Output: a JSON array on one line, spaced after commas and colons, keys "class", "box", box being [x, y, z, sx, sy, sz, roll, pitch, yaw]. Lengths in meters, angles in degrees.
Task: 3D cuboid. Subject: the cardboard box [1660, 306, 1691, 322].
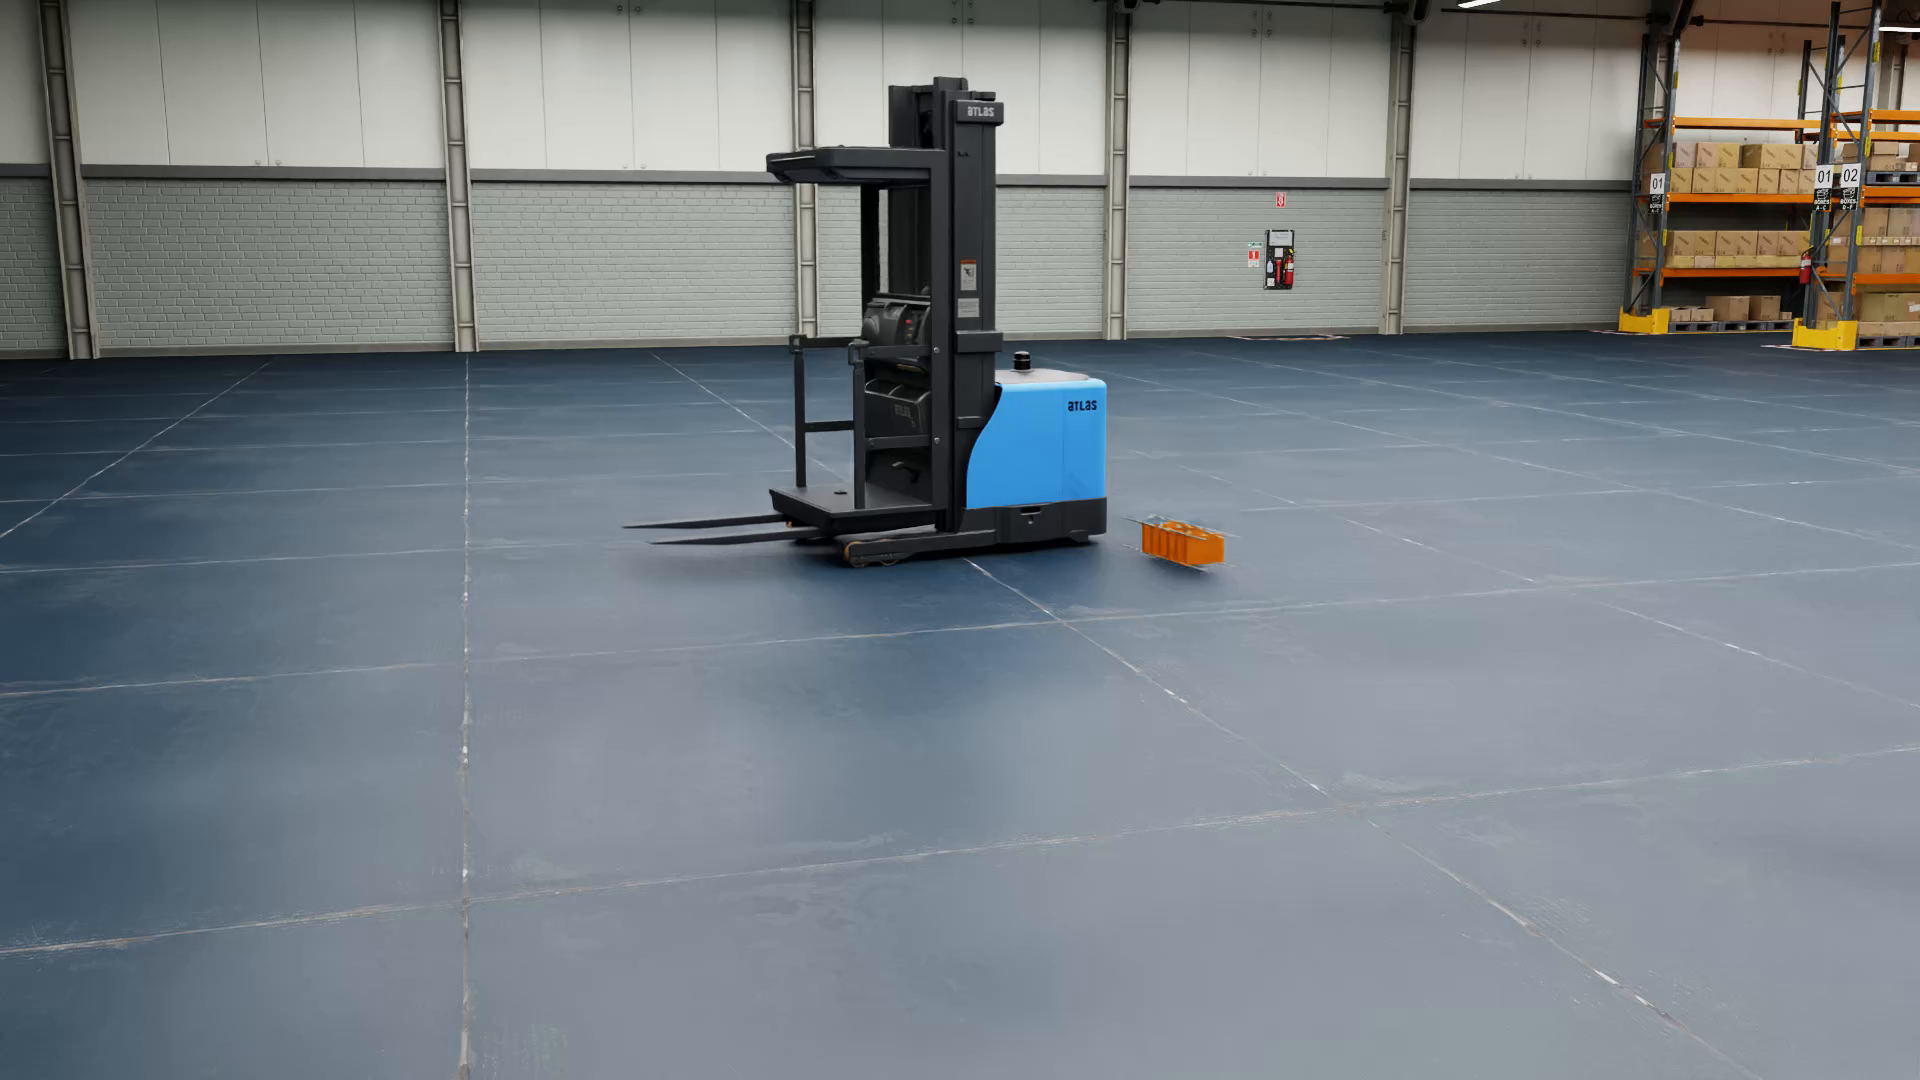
[{"class": "cardboard box", "box": [14.759, -4.693, 34.463, 0.500, 0.311, 0.500, -4, 11, -22]}]

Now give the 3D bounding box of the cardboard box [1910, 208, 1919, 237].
[{"class": "cardboard box", "box": [16.947, -5.683, 29.771, 0.500, 0.500, 0.700, -3, 11, -16]}]

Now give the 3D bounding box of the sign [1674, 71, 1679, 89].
[{"class": "sign", "box": [14.221, -9.134, 33.007, 0.005, 0.325, 0.100, -3, 11, -16]}]

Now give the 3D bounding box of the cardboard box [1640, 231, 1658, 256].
[{"class": "cardboard box", "box": [14.462, -6.145, 34.428, 0.500, 0.500, 0.500, -3, 11, -17]}]

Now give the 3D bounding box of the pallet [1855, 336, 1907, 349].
[{"class": "pallet", "box": [16.180, -3.593, 29.980, 1.213, 0.211, 1.003, -3, 11, -16]}]

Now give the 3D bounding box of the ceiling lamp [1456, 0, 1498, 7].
[{"class": "ceiling lamp", "box": [8.708, -10.546, 27.352, 0.800, 3.185, 2.000, -3, 11, -16]}]

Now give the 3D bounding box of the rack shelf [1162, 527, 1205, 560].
[{"class": "rack shelf", "box": [1.377, 0.020, 10.204, 0.258, 0.180, 0.103, -4, 8, -18]}]

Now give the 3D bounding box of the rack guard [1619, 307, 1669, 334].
[{"class": "rack guard", "box": [14.142, -4.554, 34.401, 0.348, 0.500, 1.175, -3, 11, -16]}]

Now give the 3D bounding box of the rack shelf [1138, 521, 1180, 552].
[{"class": "rack shelf", "box": [1.264, -0.025, 10.542, 0.258, 0.180, 0.103, -4, 8, -18]}]

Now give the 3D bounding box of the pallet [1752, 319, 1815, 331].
[{"class": "pallet", "box": [17.275, -4.570, 35.288, 1.213, 0.211, 1.003, -3, 11, -16]}]

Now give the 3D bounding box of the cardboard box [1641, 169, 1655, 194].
[{"class": "cardboard box", "box": [14.399, -7.379, 34.225, 0.500, 0.500, 0.500, -2, 11, -12]}]

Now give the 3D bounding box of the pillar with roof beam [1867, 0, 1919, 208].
[{"class": "pillar with roof beam", "box": [21.464, -8.471, 32.204, 0.548, 9.000, 9.100, -3, 11, -16]}]

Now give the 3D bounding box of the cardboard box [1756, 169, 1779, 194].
[{"class": "cardboard box", "box": [16.483, -7.389, 34.284, 0.500, 0.500, 0.500, -3, 11, -18]}]

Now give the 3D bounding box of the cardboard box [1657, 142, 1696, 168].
[{"class": "cardboard box", "box": [14.507, -7.782, 33.658, 0.500, 0.500, 0.500, -4, 11, -20]}]

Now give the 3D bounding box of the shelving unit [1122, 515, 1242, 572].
[{"class": "shelving unit", "box": [1.353, 0.010, 10.275, 0.258, 0.189, 1.200, -4, 8, -18]}]

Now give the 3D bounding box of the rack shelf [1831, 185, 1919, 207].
[{"class": "rack shelf", "box": [17.378, -6.141, 29.821, 4.000, 0.370, 1.077, -3, 11, -16]}]

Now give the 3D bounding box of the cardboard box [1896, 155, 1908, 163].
[{"class": "cardboard box", "box": [17.023, -6.757, 29.882, 0.500, 0.311, 0.500, -2, 11, -9]}]

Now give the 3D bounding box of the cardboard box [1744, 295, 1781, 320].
[{"class": "cardboard box", "box": [16.924, -4.909, 35.117, 0.500, 0.500, 0.500, -4, 11, -20]}]

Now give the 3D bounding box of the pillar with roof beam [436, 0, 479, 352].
[{"class": "pillar with roof beam", "box": [-7.341, -6.953, 23.958, 0.400, 9.000, 9.100, -3, 11, -16]}]

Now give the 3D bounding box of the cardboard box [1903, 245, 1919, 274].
[{"class": "cardboard box", "box": [16.890, -5.040, 29.864, 0.500, 0.500, 0.700, -3, 11, -16]}]

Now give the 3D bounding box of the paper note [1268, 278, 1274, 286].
[{"class": "paper note", "box": [6.166, -5.113, 32.967, 0.142, 0.148, 0.016, -3, 11, -16]}]

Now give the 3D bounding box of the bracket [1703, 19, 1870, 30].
[{"class": "bracket", "box": [17.471, -10.775, 34.781, 4.783, 0.066, 0.076, -3, 11, -16]}]

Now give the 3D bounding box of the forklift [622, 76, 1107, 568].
[{"class": "forklift", "box": [-0.591, -1.378, 10.438, 3.031, 2.935, 1.130, -5, 12, -26]}]

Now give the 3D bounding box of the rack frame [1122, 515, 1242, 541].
[{"class": "rack frame", "box": [1.351, -0.080, 10.262, 0.240, 0.006, 1.200, -4, 8, -18]}]

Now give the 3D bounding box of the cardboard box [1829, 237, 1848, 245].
[{"class": "cardboard box", "box": [15.771, -5.339, 29.695, 0.250, 0.149, 0.380, -3, 11, -17]}]

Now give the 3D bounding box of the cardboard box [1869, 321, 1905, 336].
[{"class": "cardboard box", "box": [16.513, -3.787, 29.767, 0.500, 0.250, 0.500, -3, 11, -16]}]

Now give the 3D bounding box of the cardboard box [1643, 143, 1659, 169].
[{"class": "cardboard box", "box": [14.410, -7.872, 34.146, 0.500, 0.500, 0.500, -3, 11, -13]}]

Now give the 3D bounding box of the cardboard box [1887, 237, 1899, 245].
[{"class": "cardboard box", "box": [16.387, -5.295, 29.456, 0.250, 0.149, 0.380, -3, 11, -16]}]

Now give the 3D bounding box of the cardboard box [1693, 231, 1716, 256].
[{"class": "cardboard box", "box": [15.089, -6.079, 34.072, 0.500, 0.500, 0.500, -3, 11, -16]}]

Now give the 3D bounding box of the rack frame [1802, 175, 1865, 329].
[{"class": "rack frame", "box": [15.457, -4.918, 29.477, 0.127, 3.000, 1.000, -3, 11, -16]}]

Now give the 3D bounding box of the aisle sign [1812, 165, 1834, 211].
[{"class": "aisle sign", "box": [15.312, -6.244, 29.501, 0.004, 0.787, 0.394, -3, 11, -16]}]

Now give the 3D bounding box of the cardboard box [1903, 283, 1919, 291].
[{"class": "cardboard box", "box": [20.509, -5.476, 36.127, 0.500, 0.250, 0.500, -3, 11, -15]}]

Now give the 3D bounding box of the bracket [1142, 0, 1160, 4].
[{"class": "bracket", "box": [3.475, -10.038, 30.774, 0.430, 0.232, 0.235, -3, 11, -16]}]

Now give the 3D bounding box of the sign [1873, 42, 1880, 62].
[{"class": "sign", "box": [15.606, -8.309, 28.309, 0.005, 0.325, 0.100, -3, 11, -16]}]

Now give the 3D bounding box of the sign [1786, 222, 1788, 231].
[{"class": "sign", "box": [17.751, -6.647, 35.672, 0.005, 0.325, 0.100, -3, 11, -16]}]

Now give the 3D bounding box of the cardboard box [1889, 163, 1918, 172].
[{"class": "cardboard box", "box": [16.636, -6.574, 29.335, 0.250, 0.149, 0.380, -3, 11, -16]}]

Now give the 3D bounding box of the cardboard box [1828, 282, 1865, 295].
[{"class": "cardboard box", "box": [19.034, -5.400, 35.714, 0.500, 0.250, 0.500, -3, 11, -17]}]

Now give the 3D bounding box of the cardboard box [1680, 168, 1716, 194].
[{"class": "cardboard box", "box": [14.986, -7.308, 33.841, 0.500, 0.500, 0.500, -2, 11, -12]}]

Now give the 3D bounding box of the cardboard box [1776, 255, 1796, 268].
[{"class": "cardboard box", "box": [17.059, -5.817, 34.720, 0.500, 0.250, 0.500, -3, 11, -16]}]

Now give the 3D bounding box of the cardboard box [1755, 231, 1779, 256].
[{"class": "cardboard box", "box": [16.578, -6.159, 34.505, 0.500, 0.500, 0.500, -3, 11, -18]}]

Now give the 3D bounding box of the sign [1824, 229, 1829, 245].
[{"class": "sign", "box": [18.069, -6.313, 34.665, 0.005, 0.325, 0.100, -3, 11, -16]}]

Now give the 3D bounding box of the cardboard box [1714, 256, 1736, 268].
[{"class": "cardboard box", "box": [15.612, -5.738, 34.291, 0.500, 0.250, 0.500, -3, 11, -17]}]

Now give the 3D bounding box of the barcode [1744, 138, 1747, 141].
[{"class": "barcode", "box": [16.455, -8.396, 34.834, 0.075, 0.075, 0.001, -3, 11, -16]}]

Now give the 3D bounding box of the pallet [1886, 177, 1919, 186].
[{"class": "pallet", "box": [17.317, -6.444, 29.723, 1.213, 0.211, 1.003, -3, 11, -16]}]

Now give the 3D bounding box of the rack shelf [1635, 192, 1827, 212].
[{"class": "rack shelf", "box": [15.989, -7.002, 34.497, 4.000, 0.370, 1.077, -3, 11, -16]}]

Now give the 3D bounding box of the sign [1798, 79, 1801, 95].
[{"class": "sign", "box": [17.749, -9.565, 35.134, 0.005, 0.325, 0.100, -3, 11, -16]}]

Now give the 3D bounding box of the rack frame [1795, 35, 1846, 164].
[{"class": "rack frame", "box": [17.910, -8.932, 34.710, 0.127, 3.000, 1.000, -3, 11, -16]}]

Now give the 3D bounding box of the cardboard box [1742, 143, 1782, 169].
[{"class": "cardboard box", "box": [16.483, -7.877, 34.173, 0.500, 0.500, 0.500, -3, 11, -18]}]

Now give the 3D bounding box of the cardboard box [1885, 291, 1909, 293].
[{"class": "cardboard box", "box": [17.326, -4.298, 30.474, 0.500, 0.500, 0.500, -3, 11, -16]}]

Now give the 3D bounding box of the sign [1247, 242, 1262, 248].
[{"class": "sign", "box": [5.802, -5.810, 32.758, 0.331, 0.109, 0.001, -3, 11, -16]}]

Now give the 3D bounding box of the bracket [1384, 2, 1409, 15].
[{"class": "bracket", "box": [8.439, -10.299, 32.196, 0.430, 0.232, 0.235, -3, 11, -16]}]

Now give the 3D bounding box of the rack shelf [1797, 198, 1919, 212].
[{"class": "rack shelf", "box": [19.830, -7.204, 35.597, 4.000, 0.370, 1.077, -3, 11, -16]}]
